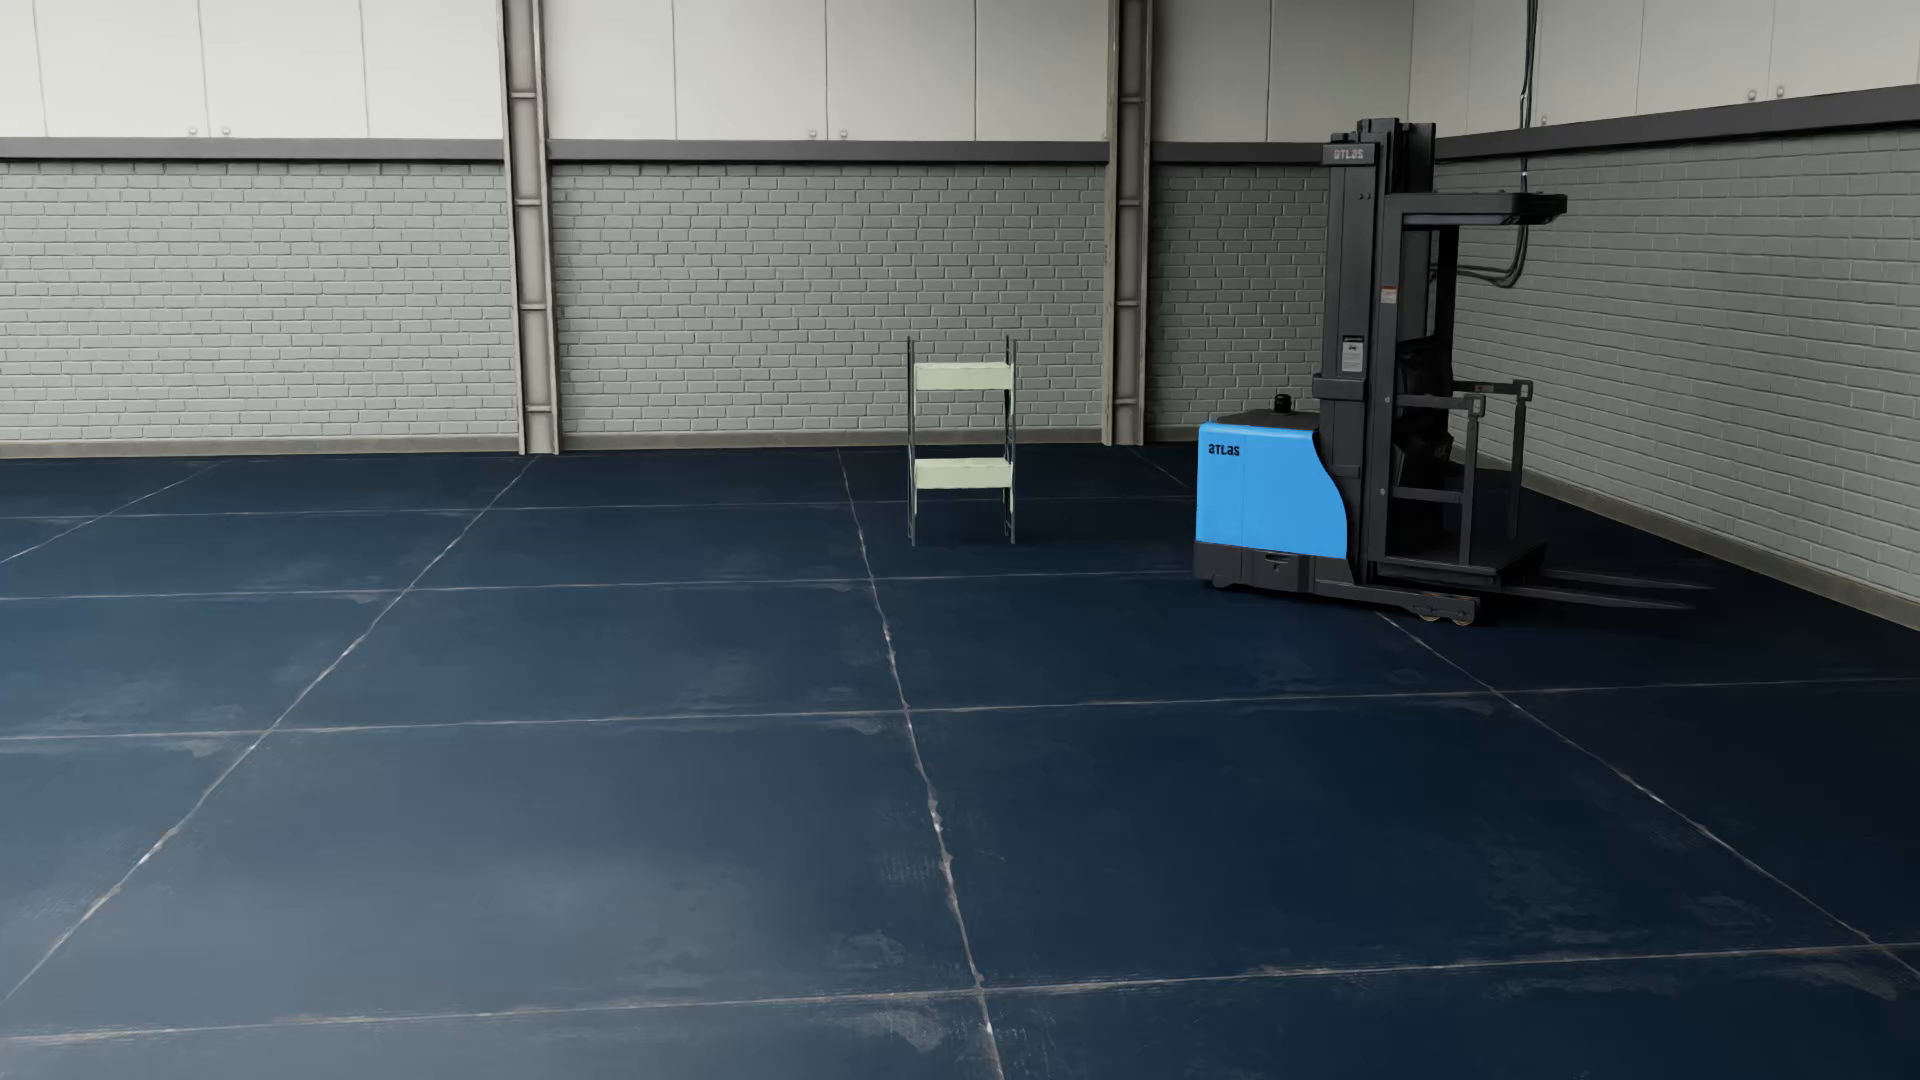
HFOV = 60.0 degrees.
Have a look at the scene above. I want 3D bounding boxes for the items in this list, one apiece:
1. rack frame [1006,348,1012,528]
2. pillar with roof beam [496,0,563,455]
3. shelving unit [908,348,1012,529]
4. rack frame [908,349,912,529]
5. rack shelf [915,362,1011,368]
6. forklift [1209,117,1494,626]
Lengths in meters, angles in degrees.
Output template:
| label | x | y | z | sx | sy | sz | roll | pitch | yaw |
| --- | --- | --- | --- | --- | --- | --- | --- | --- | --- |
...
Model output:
| label | x | y | z | sx | sy | sz | roll | pitch | yaw |
| --- | --- | --- | --- | --- | --- | --- | --- | --- | --- |
| rack frame | 0.370 | -0.744 | 12.264 | 0.010 | 1.308 | 0.380 | -1 | 11 | -6 |
| pillar with roof beam | -3.788 | -4.481 | 11.833 | 0.400 | 9.000 | 9.100 | -1 | 11 | -6 |
| shelving unit | 0.006 | -0.736 | 12.225 | 0.742 | 1.308 | 0.380 | -1 | 11 | -6 |
| rack frame | -0.357 | -0.729 | 12.187 | 0.010 | 1.308 | 0.380 | -1 | 11 | -6 |
| rack shelf | 0.007 | -1.250 | 12.123 | 0.686 | 0.052 | 0.368 | -1 | 11 | -6 |
| forklift | 3.015 | -1.048 | 10.100 | 3.031 | 2.935 | 1.109 | 7 | 13 | 33 |
